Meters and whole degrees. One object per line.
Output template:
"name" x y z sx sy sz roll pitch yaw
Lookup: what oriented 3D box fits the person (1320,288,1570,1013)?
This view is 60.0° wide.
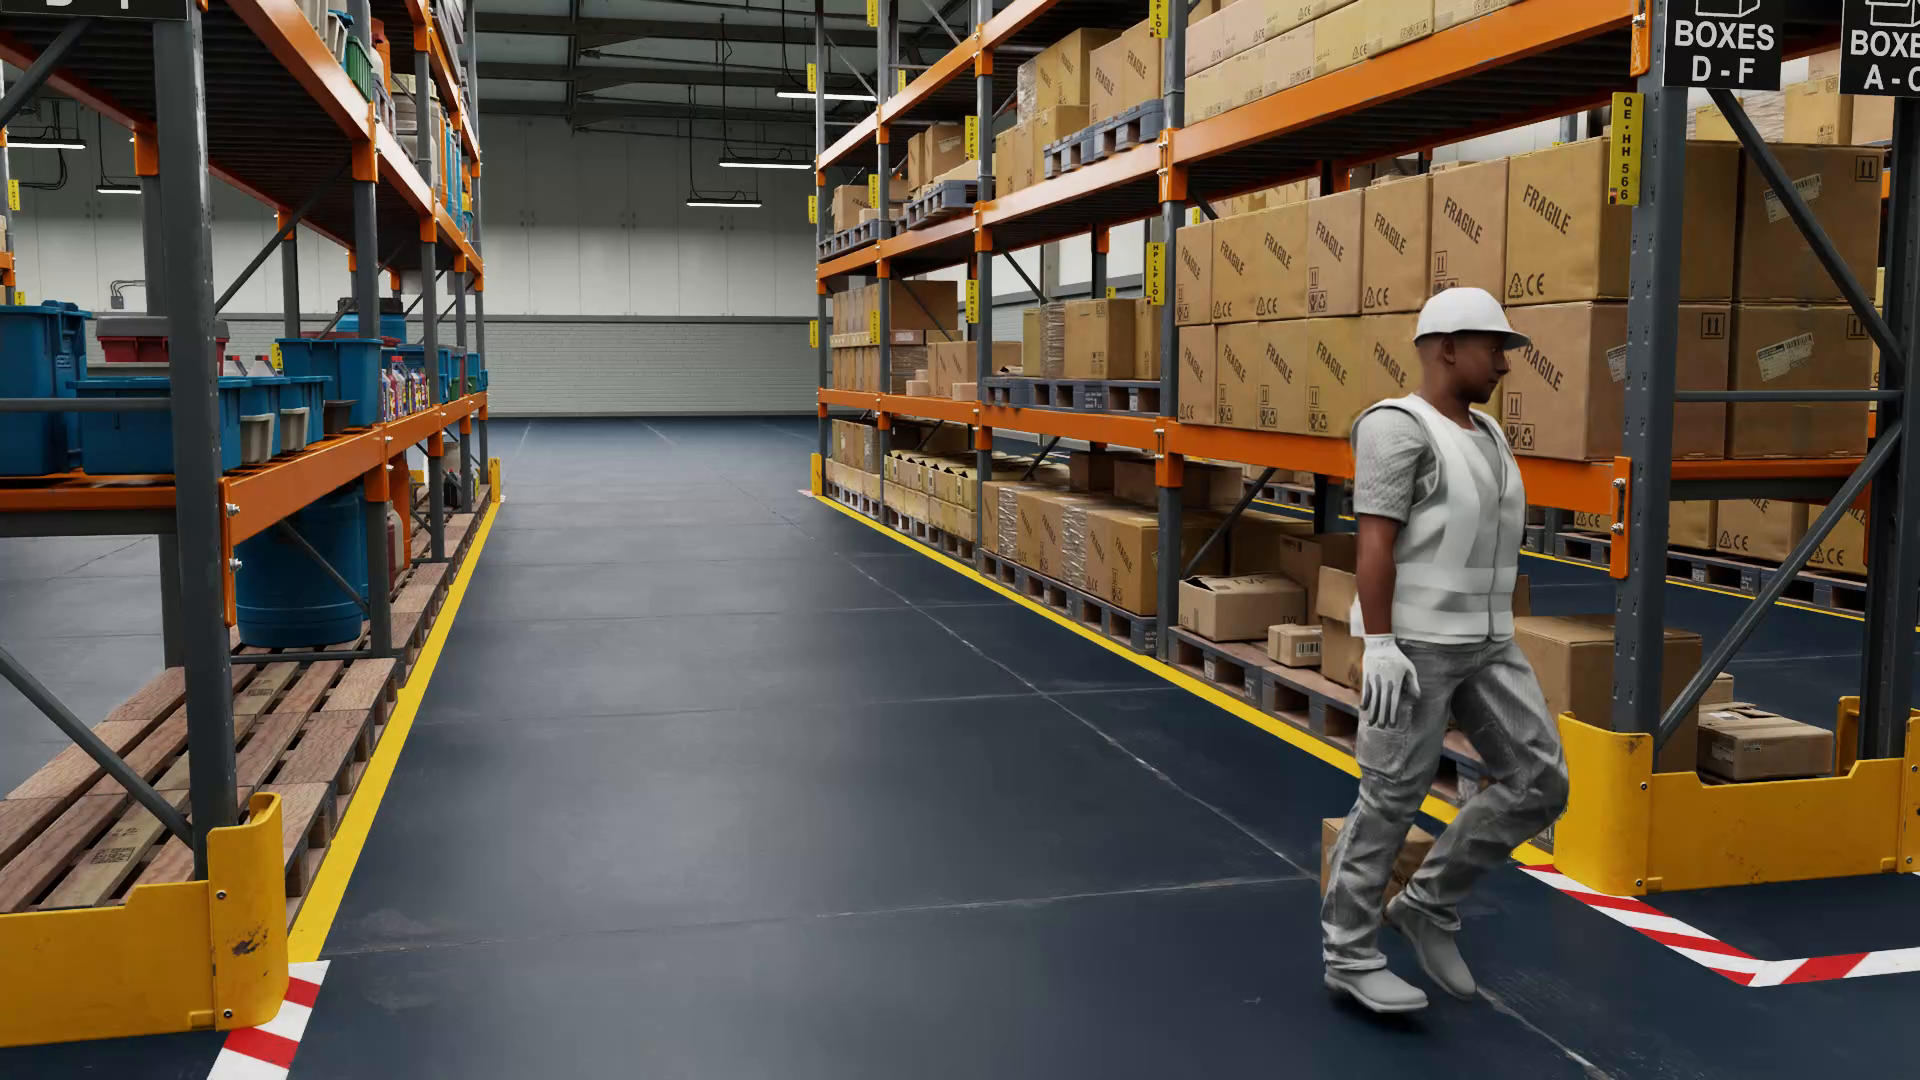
"person" 1.219 0.271 4.091 0.652 1.773 0.475 -5 8 -39
